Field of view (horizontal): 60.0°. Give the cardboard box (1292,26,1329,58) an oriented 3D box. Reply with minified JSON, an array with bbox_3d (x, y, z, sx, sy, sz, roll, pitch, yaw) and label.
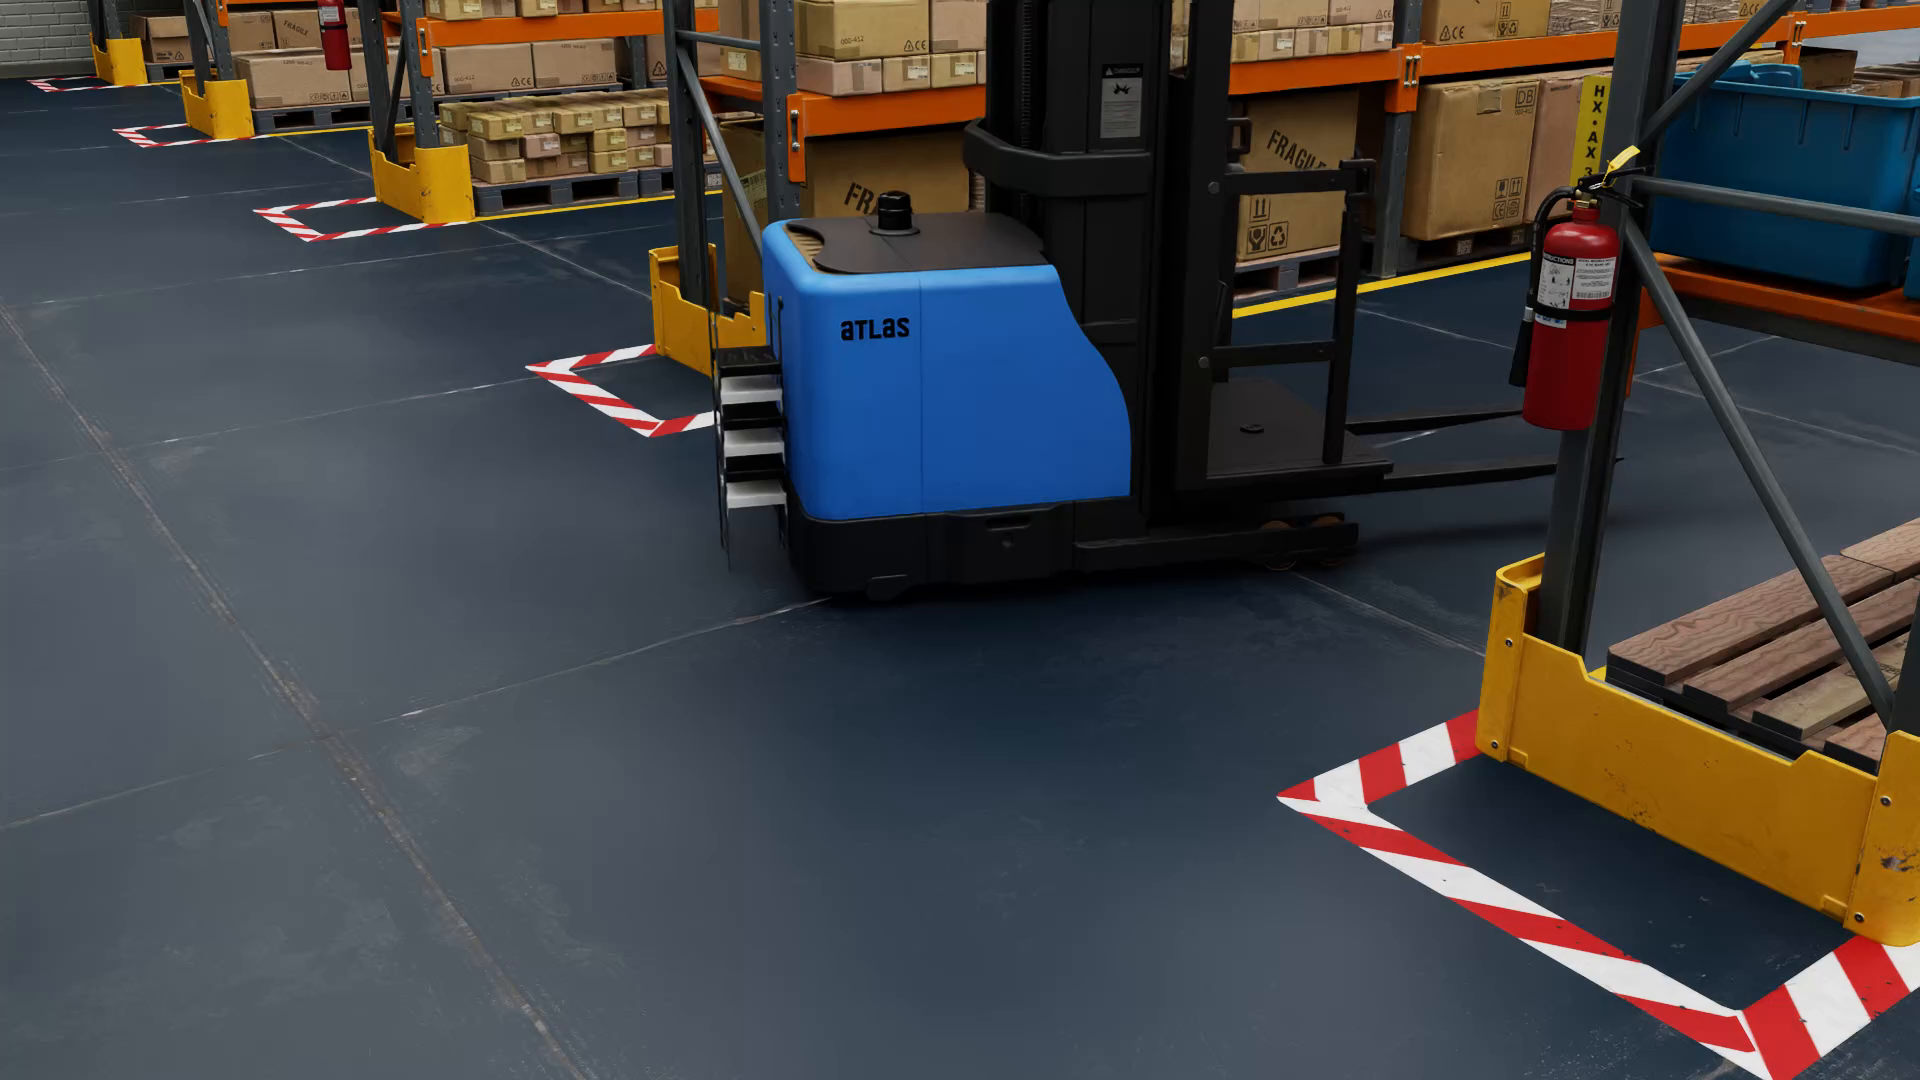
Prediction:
[{"bbox_3d":[1.741,-2.674,8.890,0.250,0.149,0.380,-15,26,-34],"label":"cardboard box"}]

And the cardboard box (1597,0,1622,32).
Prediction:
[{"bbox_3d":[3.964,-3.468,10.406,0.500,0.500,0.500,-14,26,-32],"label":"cardboard box"}]

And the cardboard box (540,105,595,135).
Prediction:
[{"bbox_3d":[-2.790,-2.985,11.808,0.250,0.149,0.380,-15,26,-33],"label":"cardboard box"}]

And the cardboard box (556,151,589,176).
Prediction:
[{"bbox_3d":[-2.873,-2.740,11.996,0.250,0.149,0.380,-15,26,-32],"label":"cardboard box"}]

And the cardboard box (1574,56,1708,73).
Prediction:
[{"bbox_3d":[4.161,-2.807,11.184,0.875,0.875,1.225,-15,26,-33],"label":"cardboard box"}]

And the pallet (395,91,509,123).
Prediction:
[{"bbox_3d":[-5.227,-4.346,16.504,1.213,0.211,1.003,-15,26,-33],"label":"pallet"}]

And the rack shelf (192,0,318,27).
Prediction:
[{"bbox_3d":[-5.196,-5.281,16.055,4.000,0.370,1.077,-15,26,-33],"label":"rack shelf"}]

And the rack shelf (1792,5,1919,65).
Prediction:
[{"bbox_3d":[7.085,-4.031,12.923,4.000,0.370,1.077,-15,26,-33],"label":"rack shelf"}]

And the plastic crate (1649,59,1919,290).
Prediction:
[{"bbox_3d":[2.023,-0.884,3.936,0.499,0.435,0.616,-15,26,-33],"label":"plastic crate"}]

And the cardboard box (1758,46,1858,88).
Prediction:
[{"bbox_3d":[6.413,-3.596,12.629,0.500,0.250,0.500,-12,25,-27],"label":"cardboard box"}]

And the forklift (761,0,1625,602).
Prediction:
[{"bbox_3d":[0.871,-1.441,5.552,3.031,2.935,1.130,-5,22,-13],"label":"forklift"}]

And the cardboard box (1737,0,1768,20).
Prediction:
[{"bbox_3d":[5.206,-3.798,11.231,0.500,0.500,0.500,-14,26,-31],"label":"cardboard box"}]

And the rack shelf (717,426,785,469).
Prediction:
[{"bbox_3d":[-0.705,-0.323,5.582,0.200,0.077,0.258,-5,22,-13],"label":"rack shelf"}]

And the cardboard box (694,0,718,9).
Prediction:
[{"bbox_3d":[-1.922,-3.972,12.142,0.250,0.149,0.380,-14,26,-32],"label":"cardboard box"}]

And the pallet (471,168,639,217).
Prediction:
[{"bbox_3d":[-3.105,-2.602,12.131,1.213,0.211,1.003,-15,26,-33],"label":"pallet"}]

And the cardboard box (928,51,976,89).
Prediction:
[{"bbox_3d":[-0.136,-2.173,7.635,0.250,0.149,0.380,-16,27,-34],"label":"cardboard box"}]

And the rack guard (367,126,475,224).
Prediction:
[{"bbox_3d":[-3.785,-2.571,11.664,0.348,0.500,1.175,-15,26,-33],"label":"rack guard"}]

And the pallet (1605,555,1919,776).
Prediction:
[{"bbox_3d":[2.552,0.417,4.566,1.213,0.211,1.003,-15,26,-33],"label":"pallet"}]

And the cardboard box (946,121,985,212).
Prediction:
[{"bbox_3d":[0.179,-1.769,8.582,0.875,0.875,0.875,-15,26,-33],"label":"cardboard box"}]

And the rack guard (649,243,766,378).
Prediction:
[{"bbox_3d":[-1.052,-1.035,7.815,0.348,0.500,1.175,-15,26,-33],"label":"rack guard"}]

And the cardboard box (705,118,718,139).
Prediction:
[{"bbox_3d":[-2.017,-3.118,12.541,0.250,0.149,0.380,-14,25,-30],"label":"cardboard box"}]

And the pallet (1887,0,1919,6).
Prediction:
[{"bbox_3d":[7.045,-4.284,12.845,1.213,0.211,1.003,-15,26,-33],"label":"pallet"}]

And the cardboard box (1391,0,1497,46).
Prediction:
[{"bbox_3d":[2.734,-3.138,9.577,0.500,0.500,0.500,-15,26,-33],"label":"cardboard box"}]

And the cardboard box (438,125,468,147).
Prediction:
[{"bbox_3d":[-3.585,-2.924,12.056,0.250,0.149,0.380,-16,27,-34],"label":"cardboard box"}]

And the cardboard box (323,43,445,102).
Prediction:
[{"bbox_3d":[-5.605,-4.561,16.170,0.875,0.438,0.875,-14,26,-31],"label":"cardboard box"}]

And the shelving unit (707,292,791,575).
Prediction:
[{"bbox_3d":[-0.705,-0.354,5.569,0.210,0.900,0.258,-5,22,-13],"label":"shelving unit"}]

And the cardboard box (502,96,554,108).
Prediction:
[{"bbox_3d":[-3.192,-3.185,12.307,0.250,0.149,0.380,-16,27,-34],"label":"cardboard box"}]

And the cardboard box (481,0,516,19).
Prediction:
[{"bbox_3d":[-3.210,-3.637,11.304,0.250,0.149,0.380,-14,26,-31],"label":"cardboard box"}]

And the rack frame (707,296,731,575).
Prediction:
[{"bbox_3d":[-0.804,-0.345,5.547,0.006,0.900,0.240,-5,22,-13],"label":"rack frame"}]

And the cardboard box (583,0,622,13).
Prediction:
[{"bbox_3d":[-2.596,-3.828,11.782,0.250,0.149,0.380,-15,26,-33],"label":"cardboard box"}]

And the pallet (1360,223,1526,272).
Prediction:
[{"bbox_3d":[2.797,-1.961,10.527,1.213,0.211,1.003,-15,26,-33],"label":"pallet"}]

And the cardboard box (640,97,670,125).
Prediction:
[{"bbox_3d":[-2.167,-3.164,12.256,0.250,0.149,0.380,-14,26,-32],"label":"cardboard box"}]

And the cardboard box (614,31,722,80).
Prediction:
[{"bbox_3d":[-3.116,-5.415,17.719,0.875,0.875,0.875,-14,26,-31],"label":"cardboard box"}]

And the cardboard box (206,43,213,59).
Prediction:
[{"bbox_3d":[-8.802,-5.730,19.489,0.250,0.149,0.380,-16,27,-35],"label":"cardboard box"}]

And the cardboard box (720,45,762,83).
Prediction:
[{"bbox_3d":[-0.936,-2.260,7.853,0.250,0.149,0.380,-14,26,-32],"label":"cardboard box"}]

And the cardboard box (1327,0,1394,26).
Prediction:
[{"bbox_3d":[2.009,-2.961,9.070,0.500,0.250,0.500,-15,26,-34],"label":"cardboard box"}]

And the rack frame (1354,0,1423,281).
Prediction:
[{"bbox_3d":[2.215,-3.067,9.535,0.127,3.000,1.000,-15,26,-33],"label":"rack frame"}]

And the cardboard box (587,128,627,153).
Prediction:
[{"bbox_3d":[-2.598,-2.905,12.008,0.250,0.149,0.380,-14,26,-31],"label":"cardboard box"}]

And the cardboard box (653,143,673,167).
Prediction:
[{"bbox_3d":[-2.197,-2.874,12.332,0.250,0.149,0.380,-16,27,-35],"label":"cardboard box"}]

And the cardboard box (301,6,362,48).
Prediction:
[{"bbox_3d":[-7.611,-6.211,20.220,0.500,0.500,0.700,-16,27,-35],"label":"cardboard box"}]

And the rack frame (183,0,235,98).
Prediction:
[{"bbox_3d":[-6.820,-5.182,14.836,0.127,3.000,1.000,-15,26,-33],"label":"rack frame"}]

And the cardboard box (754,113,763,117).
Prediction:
[{"bbox_3d":[-1.541,-3.330,12.673,0.250,0.149,0.380,-16,27,-35],"label":"cardboard box"}]

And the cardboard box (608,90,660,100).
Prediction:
[{"bbox_3d":[-2.480,-3.320,12.647,0.250,0.149,0.380,-16,27,-35],"label":"cardboard box"}]

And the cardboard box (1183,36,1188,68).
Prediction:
[{"bbox_3d":[1.116,-2.507,8.472,0.250,0.149,0.380,-15,26,-34],"label":"cardboard box"}]

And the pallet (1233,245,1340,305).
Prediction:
[{"bbox_3d":[1.552,-1.631,9.698,1.213,0.211,1.003,-15,26,-33],"label":"pallet"}]

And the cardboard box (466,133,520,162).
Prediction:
[{"bbox_3d":[-3.272,-2.760,11.645,0.250,0.149,0.380,-14,26,-31],"label":"cardboard box"}]

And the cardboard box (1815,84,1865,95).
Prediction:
[{"bbox_3d":[6.437,-3.251,12.775,0.500,0.500,0.700,-18,28,-37],"label":"cardboard box"}]

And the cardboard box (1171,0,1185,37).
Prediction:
[{"bbox_3d":[0.764,-2.629,8.238,0.500,0.250,0.500,-16,27,-34],"label":"cardboard box"}]

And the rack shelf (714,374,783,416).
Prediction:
[{"bbox_3d":[-0.705,-0.490,5.515,0.200,0.077,0.258,-5,22,-13],"label":"rack shelf"}]

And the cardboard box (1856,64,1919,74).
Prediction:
[{"bbox_3d":[7.799,-3.618,13.694,0.500,0.500,0.700,-15,26,-33],"label":"cardboard box"}]
